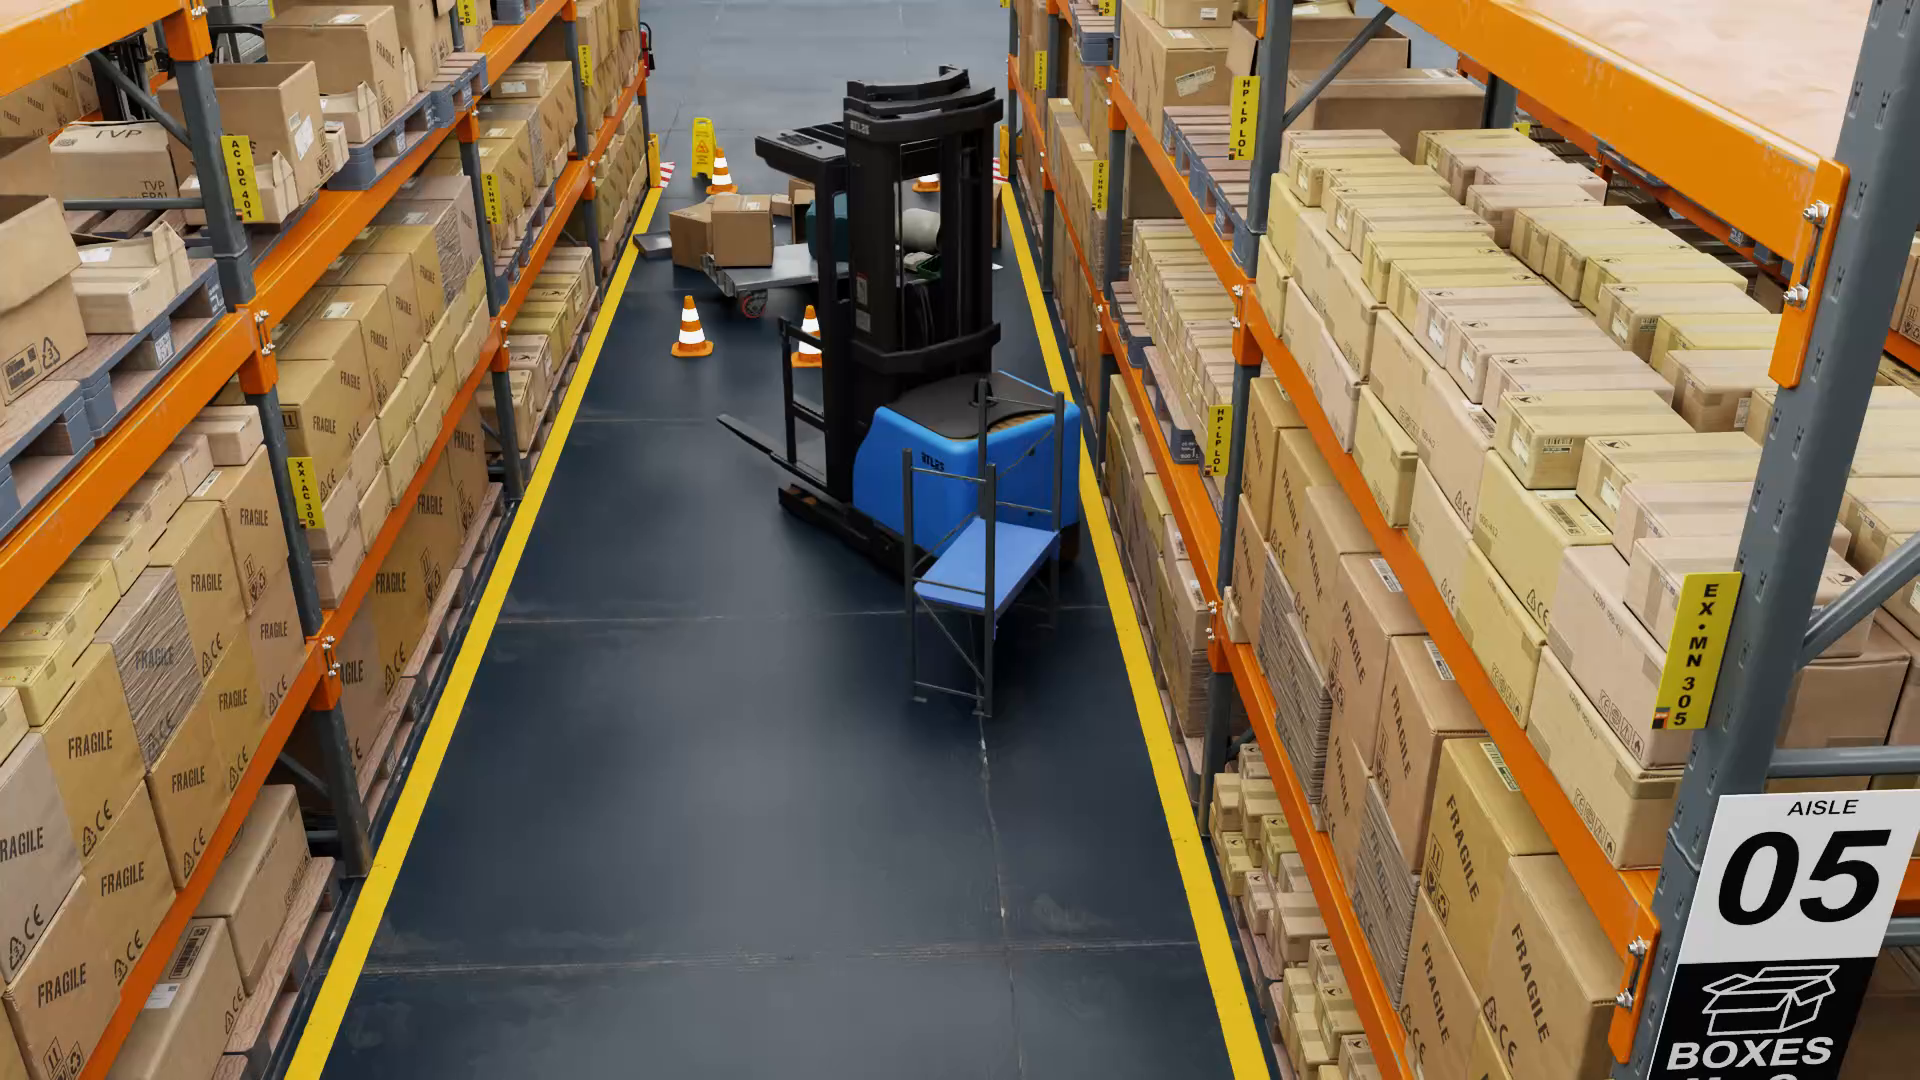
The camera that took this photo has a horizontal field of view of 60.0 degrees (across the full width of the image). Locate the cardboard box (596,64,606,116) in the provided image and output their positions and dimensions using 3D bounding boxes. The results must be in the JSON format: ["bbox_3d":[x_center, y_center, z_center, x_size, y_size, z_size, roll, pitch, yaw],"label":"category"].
[{"bbox_3d":[-3.486,-4.073,14.947,0.500,0.500,0.500,-1,28,-3],"label":"cardboard box"}]

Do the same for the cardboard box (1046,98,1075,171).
[{"bbox_3d":[1.005,-3.416,14.010,0.500,0.500,0.500,-1,28,-2],"label":"cardboard box"}]

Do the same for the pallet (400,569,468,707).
[{"bbox_3d":[-3.457,0.557,9.517,1.003,0.211,1.213,-1,28,-3],"label":"pallet"}]

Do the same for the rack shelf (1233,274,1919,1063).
[{"bbox_3d":[1.768,-0.014,5.130,1.077,0.370,4.000,-1,28,-3],"label":"rack shelf"}]

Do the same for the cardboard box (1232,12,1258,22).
[{"bbox_3d":[1.777,-2.660,9.317,0.500,0.500,0.500,-1,28,-3],"label":"cardboard box"}]

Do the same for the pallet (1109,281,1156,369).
[{"bbox_3d":[1.598,-1.362,10.388,1.213,0.211,1.003,-1,28,-3],"label":"pallet"}]

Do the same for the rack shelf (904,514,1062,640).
[{"bbox_3d":[0.142,0.189,9.217,0.538,0.185,1.000,11,30,20],"label":"rack shelf"}]

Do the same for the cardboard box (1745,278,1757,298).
[{"bbox_3d":[6.280,-1.760,13.171,0.700,0.500,0.500,1,28,2],"label":"cardboard box"}]

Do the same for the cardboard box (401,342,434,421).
[{"bbox_3d":[-3.099,-0.833,8.787,0.500,0.250,0.500,-2,28,-4],"label":"cardboard box"}]

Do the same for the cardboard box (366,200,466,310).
[{"bbox_3d":[-3.160,-1.626,9.497,0.500,0.500,0.500,-1,28,-2],"label":"cardboard box"}]

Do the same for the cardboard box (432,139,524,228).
[{"bbox_3d":[-3.310,-2.424,11.333,0.500,0.500,0.500,0,28,0],"label":"cardboard box"}]

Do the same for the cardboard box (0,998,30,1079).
[{"bbox_3d":[-2.858,1.581,4.430,0.500,0.500,0.500,-2,28,-3],"label":"cardboard box"}]

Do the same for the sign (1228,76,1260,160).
[{"bbox_3d":[1.110,-1.646,6.495,0.100,0.325,0.005,-1,28,-3],"label":"sign"}]

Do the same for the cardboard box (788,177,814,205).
[{"bbox_3d":[-1.281,-3.445,16.874,0.797,0.503,0.637,-23,35,-37],"label":"cardboard box"}]

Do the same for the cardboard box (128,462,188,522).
[{"bbox_3d":[-3.032,-0.162,5.988,0.380,0.149,0.250,-1,28,-3],"label":"cardboard box"}]

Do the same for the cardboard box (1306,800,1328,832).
[{"bbox_3d":[1.469,0.930,6.057,0.380,0.149,0.250,0,28,0],"label":"cardboard box"}]

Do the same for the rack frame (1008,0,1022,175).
[{"bbox_3d":[1.037,-5.469,18.053,1.000,3.000,0.127,-1,28,-3],"label":"rack frame"}]

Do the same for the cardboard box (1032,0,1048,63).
[{"bbox_3d":[1.116,-4.589,15.037,0.875,0.550,0.550,-1,28,-3],"label":"cardboard box"}]

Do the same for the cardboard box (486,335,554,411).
[{"bbox_3d":[-3.549,-1.231,12.316,0.950,0.372,0.625,-2,28,-4],"label":"cardboard box"}]

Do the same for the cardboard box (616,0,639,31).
[{"bbox_3d":[-3.508,-5.224,16.074,0.700,0.500,0.500,-2,28,-3],"label":"cardboard box"}]

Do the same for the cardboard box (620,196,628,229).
[{"bbox_3d":[-3.523,-3.192,16.208,0.500,0.250,0.500,-2,28,-3],"label":"cardboard box"}]

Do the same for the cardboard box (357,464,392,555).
[{"bbox_3d":[-3.062,-0.143,8.004,0.500,0.250,0.500,-2,28,-4],"label":"cardboard box"}]

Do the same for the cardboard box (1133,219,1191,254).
[{"bbox_3d":[1.286,-1.893,10.371,0.380,0.149,0.250,-1,28,-3],"label":"cardboard box"}]

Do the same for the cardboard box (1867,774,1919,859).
[{"bbox_3d":[2.104,0.443,3.637,0.500,0.250,0.500,0,28,-1],"label":"cardboard box"}]

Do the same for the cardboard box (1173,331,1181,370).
[{"bbox_3d":[1.366,-1.033,9.046,0.380,0.149,0.250,0,28,-1],"label":"cardboard box"}]

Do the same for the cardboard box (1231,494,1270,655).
[{"bbox_3d":[1.438,0.132,6.886,0.500,0.500,0.500,-2,28,-4],"label":"cardboard box"}]

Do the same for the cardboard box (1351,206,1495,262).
[{"bbox_3d":[1.490,-0.967,5.370,0.380,0.149,0.250,-2,28,-4],"label":"cardboard box"}]

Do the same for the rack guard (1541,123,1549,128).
[{"bbox_3d":[5.999,-4.398,18.704,1.175,0.500,0.348,-1,28,-3],"label":"rack guard"}]

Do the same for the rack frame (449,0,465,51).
[{"bbox_3d":[-3.483,-4.268,9.264,1.000,3.000,0.127,-1,28,-3],"label":"rack frame"}]

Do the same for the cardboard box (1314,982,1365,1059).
[{"bbox_3d":[1.531,1.774,6.153,0.380,0.149,0.250,-1,28,-2],"label":"cardboard box"}]

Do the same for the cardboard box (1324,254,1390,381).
[{"bbox_3d":[1.483,-0.721,5.329,0.500,0.250,0.500,-1,28,-2],"label":"cardboard box"}]

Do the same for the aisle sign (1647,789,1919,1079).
[{"bbox_3d":[1.577,0.809,3.207,0.394,0.787,0.004,-1,28,-3],"label":"aisle sign"}]

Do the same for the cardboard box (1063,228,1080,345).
[{"bbox_3d":[1.415,-2.080,13.535,1.050,0.750,0.750,-1,28,-3],"label":"cardboard box"}]

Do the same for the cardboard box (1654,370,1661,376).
[{"bbox_3d":[2.066,-0.248,4.423,0.500,0.250,0.500,-1,28,-2],"label":"cardboard box"}]

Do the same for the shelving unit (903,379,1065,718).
[{"bbox_3d":[0.142,0.030,9.134,0.538,1.500,1.048,11,30,20],"label":"shelving unit"}]

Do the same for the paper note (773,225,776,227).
[{"bbox_3d":[-1.969,-3.196,16.920,0.148,0.019,0.142,8,29,15],"label":"paper note"}]

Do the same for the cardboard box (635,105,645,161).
[{"bbox_3d":[-3.599,-4.238,17.403,0.500,0.500,0.500,-1,28,-2],"label":"cardboard box"}]

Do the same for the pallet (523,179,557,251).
[{"bbox_3d":[-3.628,-2.436,12.447,1.003,0.211,1.213,-1,28,-3],"label":"pallet"}]

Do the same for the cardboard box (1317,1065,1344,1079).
[{"bbox_3d":[1.496,2.032,5.980,0.380,0.149,0.250,0,28,0],"label":"cardboard box"}]

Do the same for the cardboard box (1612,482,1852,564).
[{"bbox_3d":[1.625,-0.004,3.522,0.380,0.149,0.250,-1,28,-2],"label":"cardboard box"}]

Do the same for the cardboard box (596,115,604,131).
[{"bbox_3d":[-3.476,-3.849,15.221,0.380,0.149,0.250,-1,28,-1],"label":"cardboard box"}]

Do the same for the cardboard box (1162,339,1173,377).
[{"bbox_3d":[1.348,-1.025,9.351,0.380,0.149,0.250,-1,28,-2],"label":"cardboard box"}]

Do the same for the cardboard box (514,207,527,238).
[{"bbox_3d":[-3.258,-2.224,11.649,0.380,0.149,0.250,-1,28,-2],"label":"cardboard box"}]

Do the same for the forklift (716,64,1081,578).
[{"bbox_3d":[-0.562,-1.548,10.611,1.130,2.935,3.031,-20,34,-34],"label":"forklift"}]

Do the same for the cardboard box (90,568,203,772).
[{"bbox_3d":[-2.920,0.432,5.550,0.500,0.500,0.500,-1,28,-2],"label":"cardboard box"}]

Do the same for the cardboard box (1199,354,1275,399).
[{"bbox_3d":[1.407,-0.811,8.297,0.380,0.149,0.250,-1,28,-3],"label":"cardboard box"}]

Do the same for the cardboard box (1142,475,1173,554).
[{"bbox_3d":[1.317,-0.156,9.307,0.500,0.250,0.500,-3,28,-5],"label":"cardboard box"}]

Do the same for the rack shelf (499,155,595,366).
[{"bbox_3d":[-3.588,-2.212,12.589,1.077,0.370,4.000,-1,28,-3],"label":"rack shelf"}]

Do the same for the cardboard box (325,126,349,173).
[{"bbox_3d":[-2.991,-1.766,7.509,0.380,0.166,0.250,-3,28,-6],"label":"cardboard box"}]

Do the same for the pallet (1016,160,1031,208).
[{"bbox_3d":[1.157,-3.865,17.994,1.003,0.211,1.213,-1,28,-3],"label":"pallet"}]

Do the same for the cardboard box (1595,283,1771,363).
[{"bbox_3d":[2.031,-0.615,4.694,0.380,0.149,0.250,0,28,-1],"label":"cardboard box"}]

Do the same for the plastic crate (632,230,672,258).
[{"bbox_3d":[-2.955,-2.905,16.296,0.402,0.080,0.583,-11,30,-20],"label":"plastic crate"}]

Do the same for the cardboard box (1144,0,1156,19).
[{"bbox_3d":[1.227,-3.056,9.249,0.396,0.266,0.258,-1,28,-3],"label":"cardboard box"}]

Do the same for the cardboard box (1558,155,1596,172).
[{"bbox_3d":[6.075,-3.507,16.542,0.500,0.500,0.500,-4,28,-7],"label":"cardboard box"}]
